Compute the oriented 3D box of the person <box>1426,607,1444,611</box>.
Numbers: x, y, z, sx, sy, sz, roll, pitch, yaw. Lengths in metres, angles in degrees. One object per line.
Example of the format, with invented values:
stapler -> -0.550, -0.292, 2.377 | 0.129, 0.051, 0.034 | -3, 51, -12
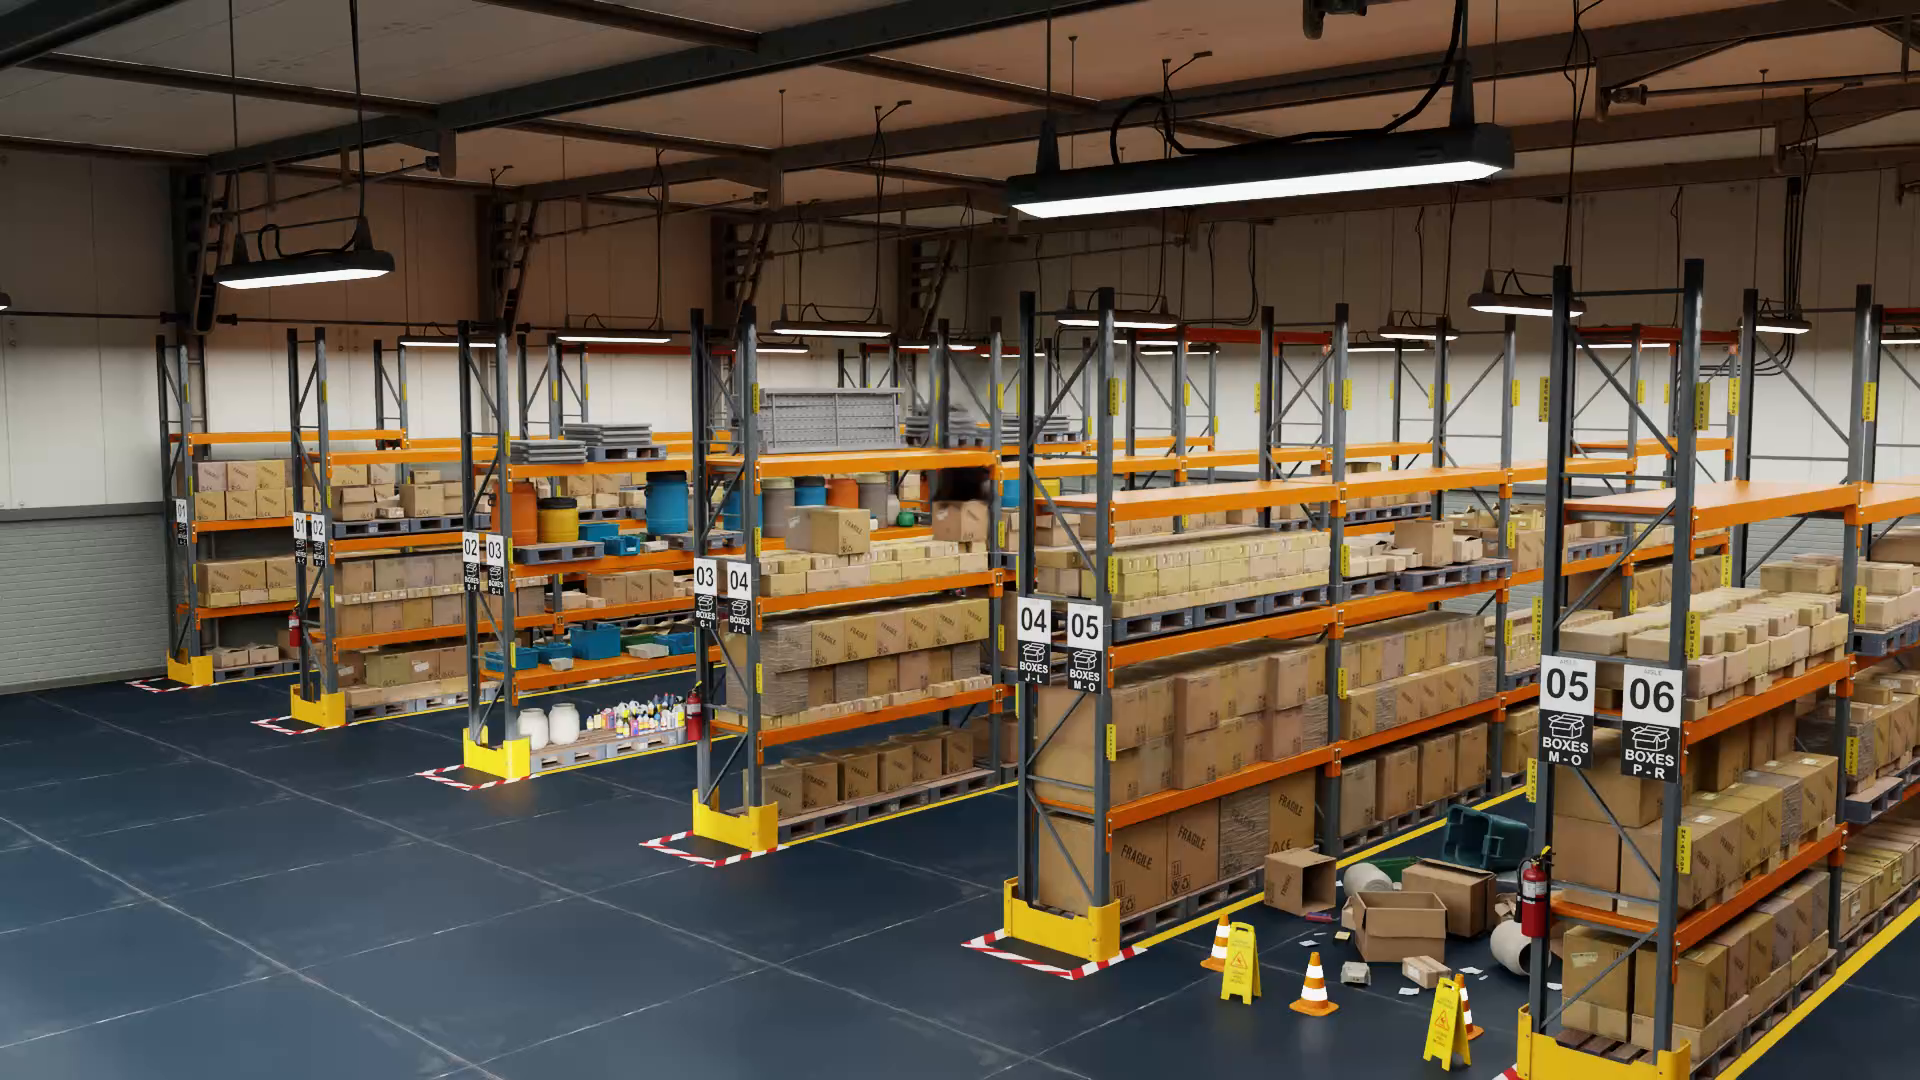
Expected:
person -> 8.778, 1.436, 31.213 | 0.830, 1.569, 0.571 | 4, 7, 35
